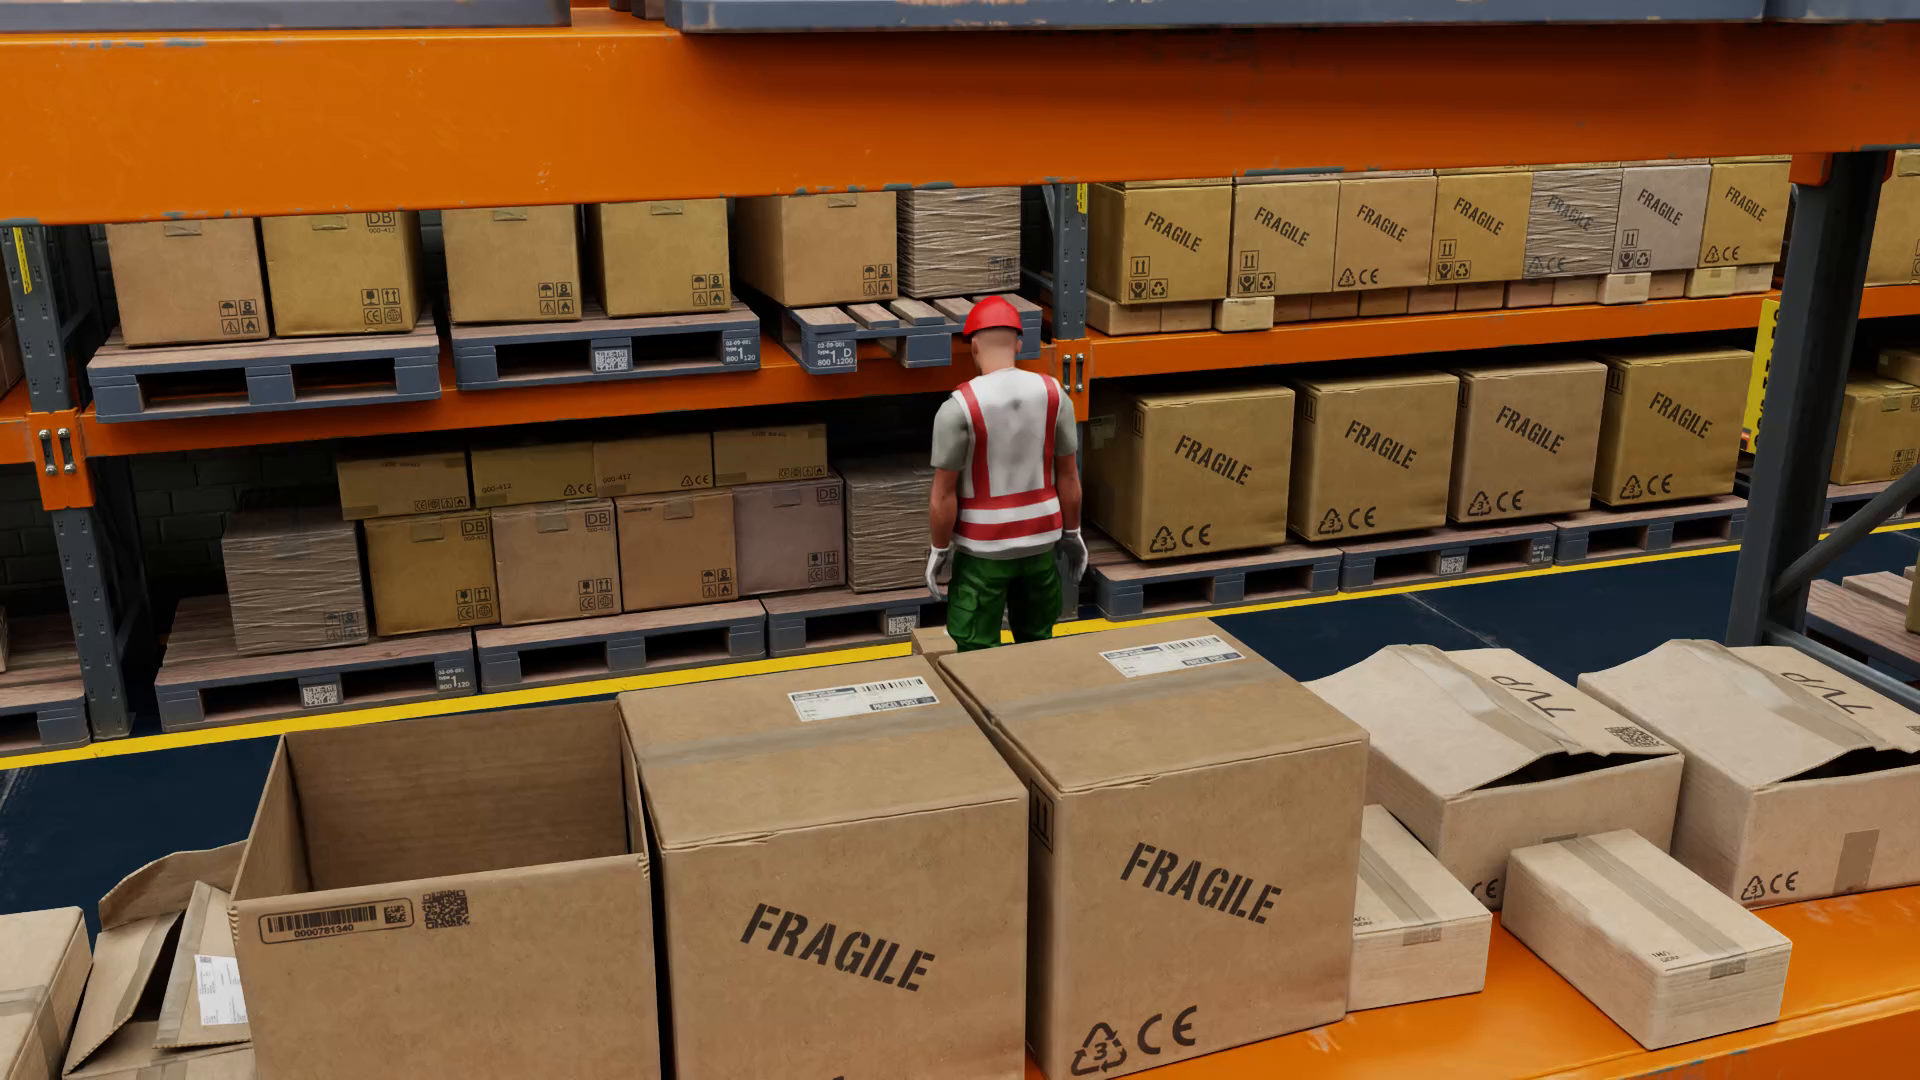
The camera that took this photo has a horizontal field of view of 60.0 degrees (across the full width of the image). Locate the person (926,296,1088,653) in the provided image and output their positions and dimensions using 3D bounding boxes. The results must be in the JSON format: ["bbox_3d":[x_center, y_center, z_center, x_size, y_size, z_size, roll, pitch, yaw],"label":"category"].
[{"bbox_3d":[0.137,0.022,5.921,0.593,1.771,0.417,-8,21,-23],"label":"person"}]
